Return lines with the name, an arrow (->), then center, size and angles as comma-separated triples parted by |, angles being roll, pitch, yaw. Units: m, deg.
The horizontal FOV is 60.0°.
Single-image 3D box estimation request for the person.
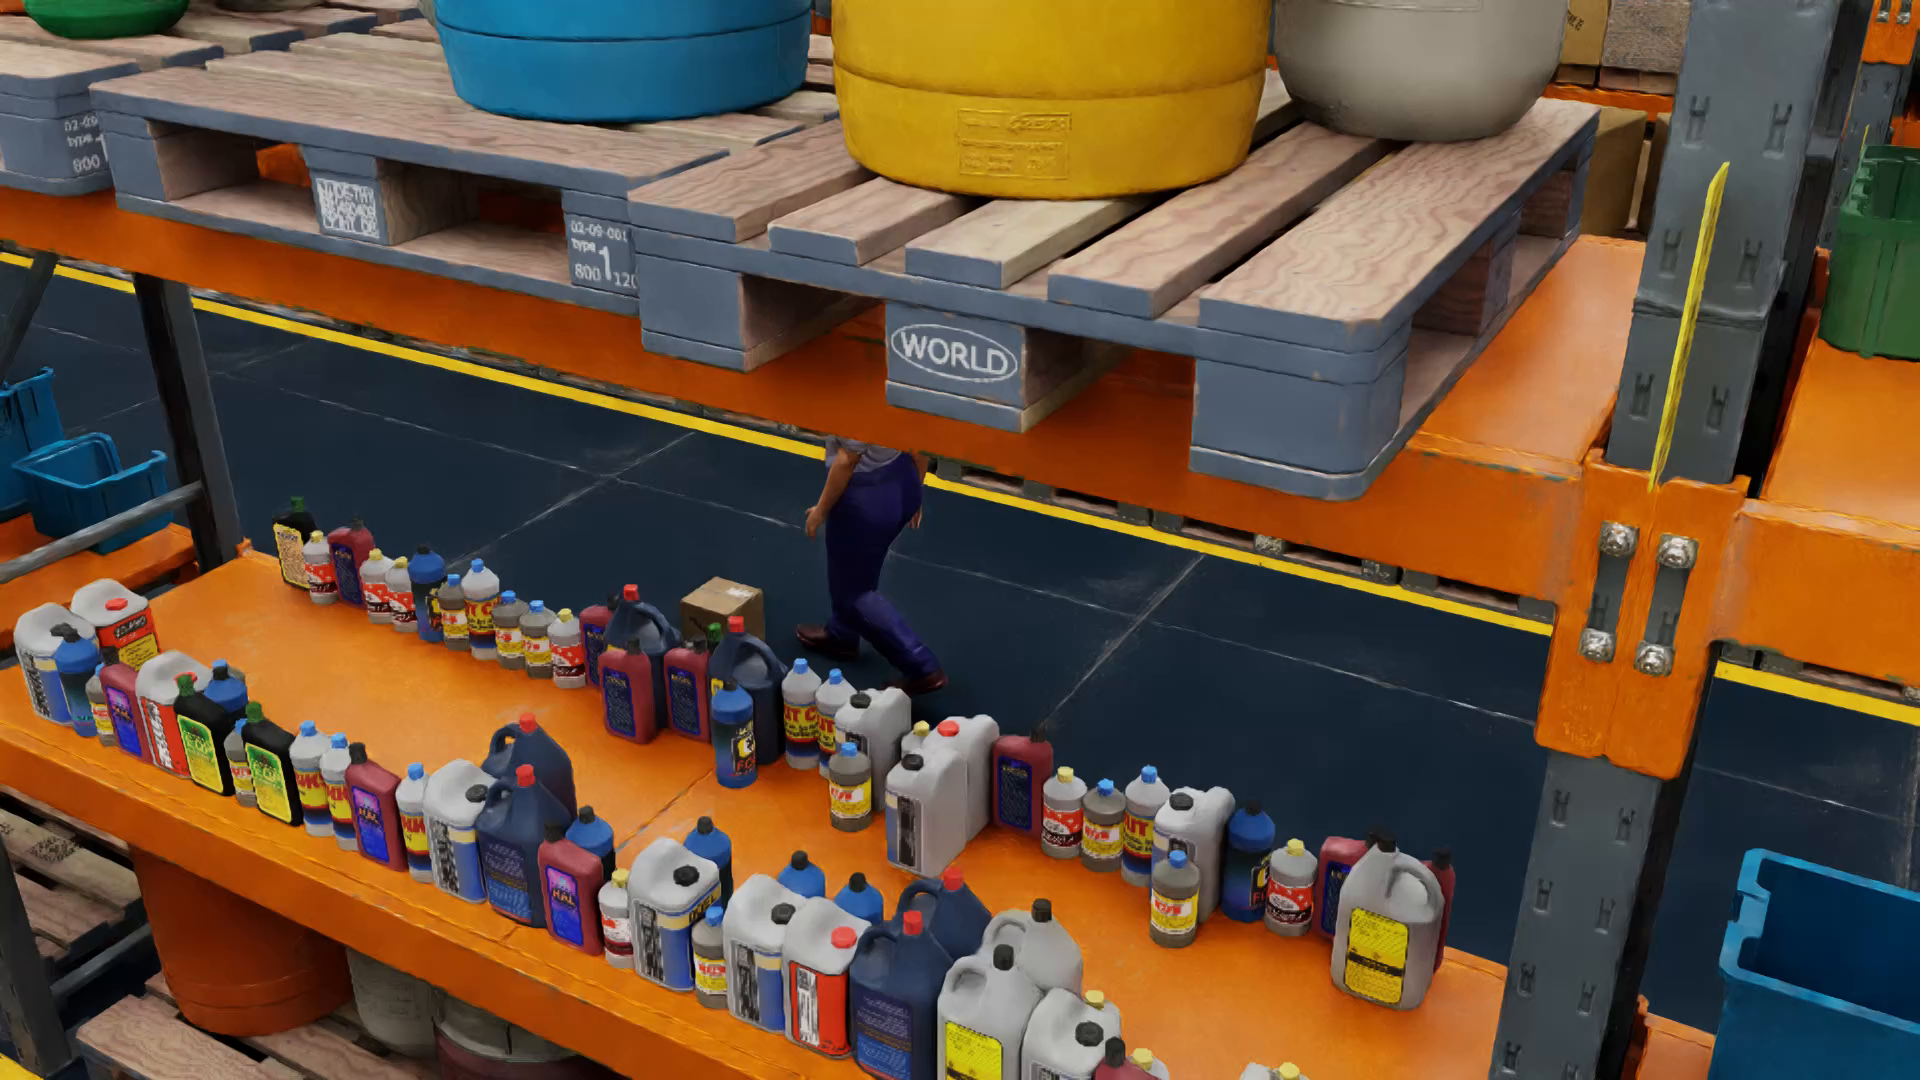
person -> -0.375, -0.159, 6.456 | 0.838, 1.600, 0.476 | 13, 29, 24
